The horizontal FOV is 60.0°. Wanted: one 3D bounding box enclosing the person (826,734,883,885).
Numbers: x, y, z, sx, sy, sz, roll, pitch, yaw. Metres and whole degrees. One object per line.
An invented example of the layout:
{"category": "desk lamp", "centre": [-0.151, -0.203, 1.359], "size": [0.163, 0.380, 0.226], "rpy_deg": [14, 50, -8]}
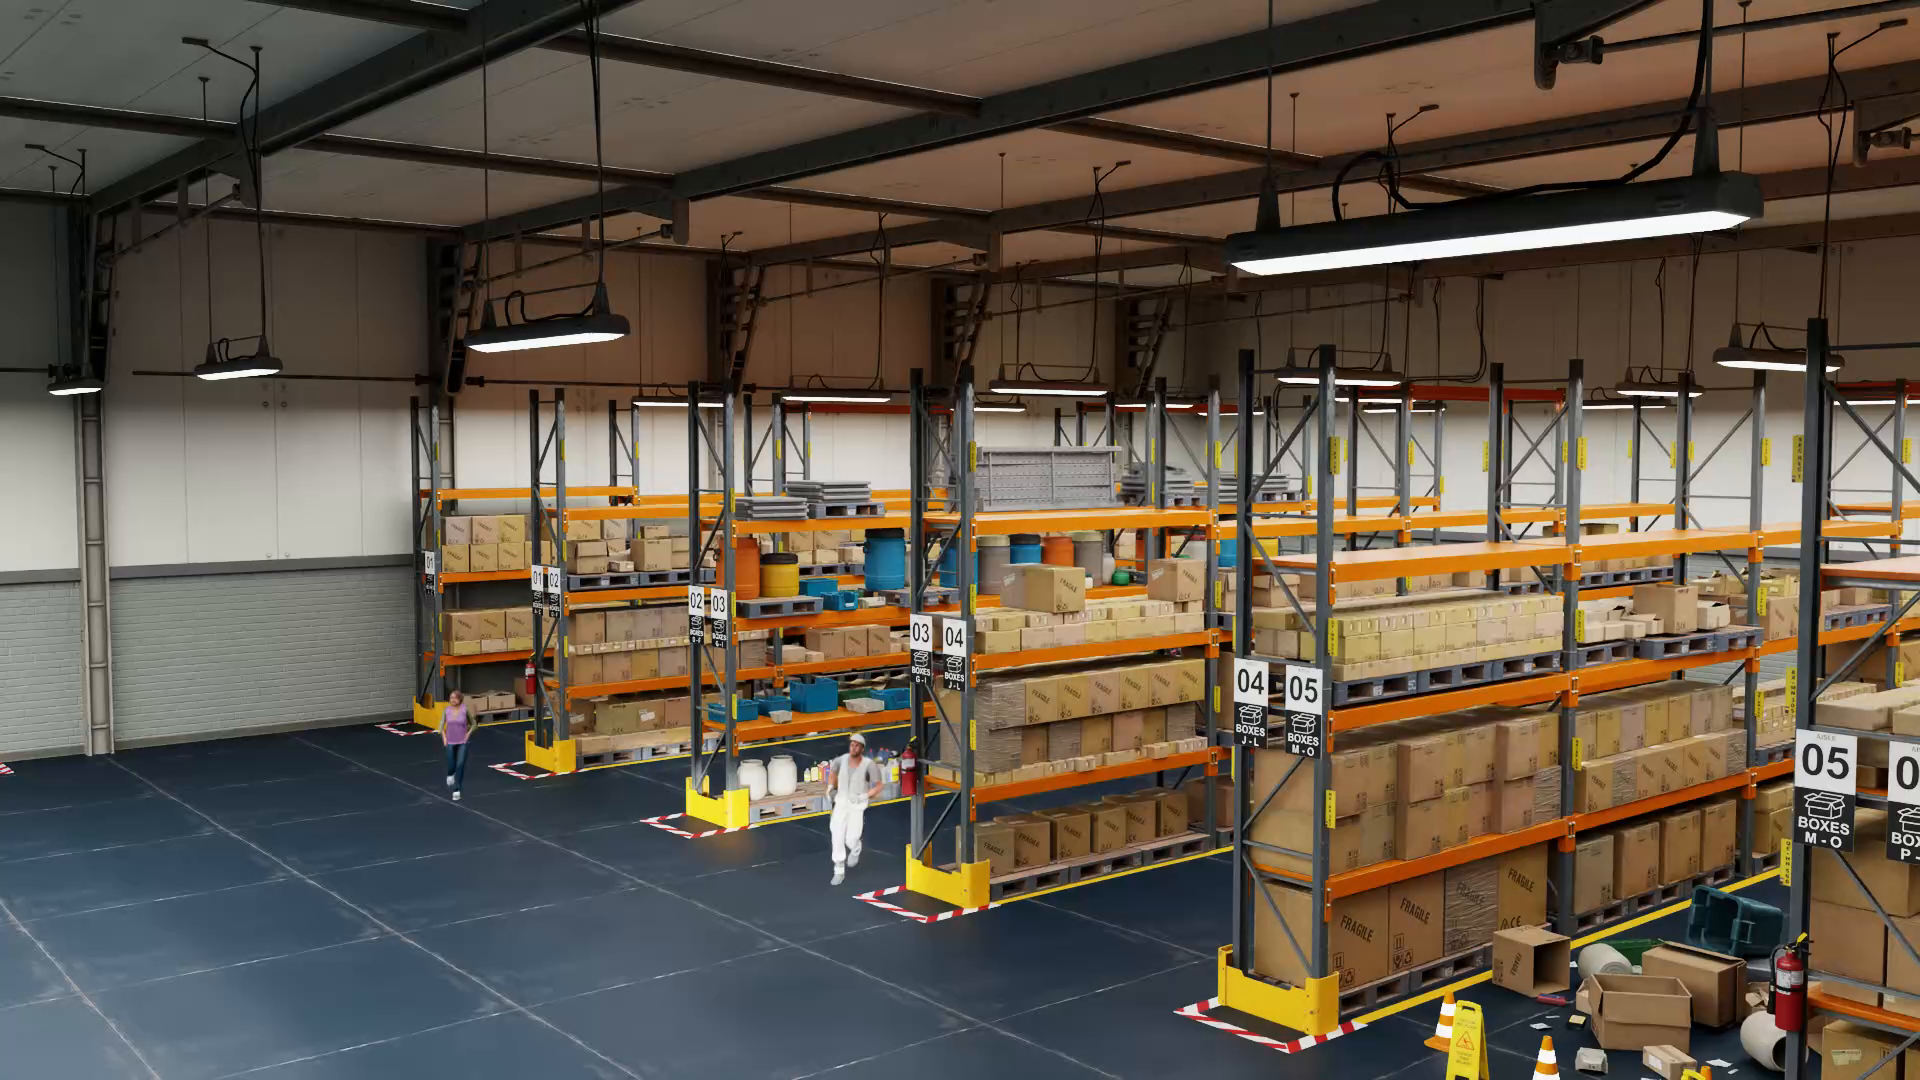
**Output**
{"category": "person", "centre": [-1.241, 3.150, 19.683], "size": [0.701, 1.749, 0.751], "rpy_deg": [1, 4, 18]}

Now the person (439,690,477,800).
{"category": "person", "centre": [-7.312, 2.969, 24.230], "size": [0.534, 1.571, 0.591], "rpy_deg": [-1, 3, -12]}
